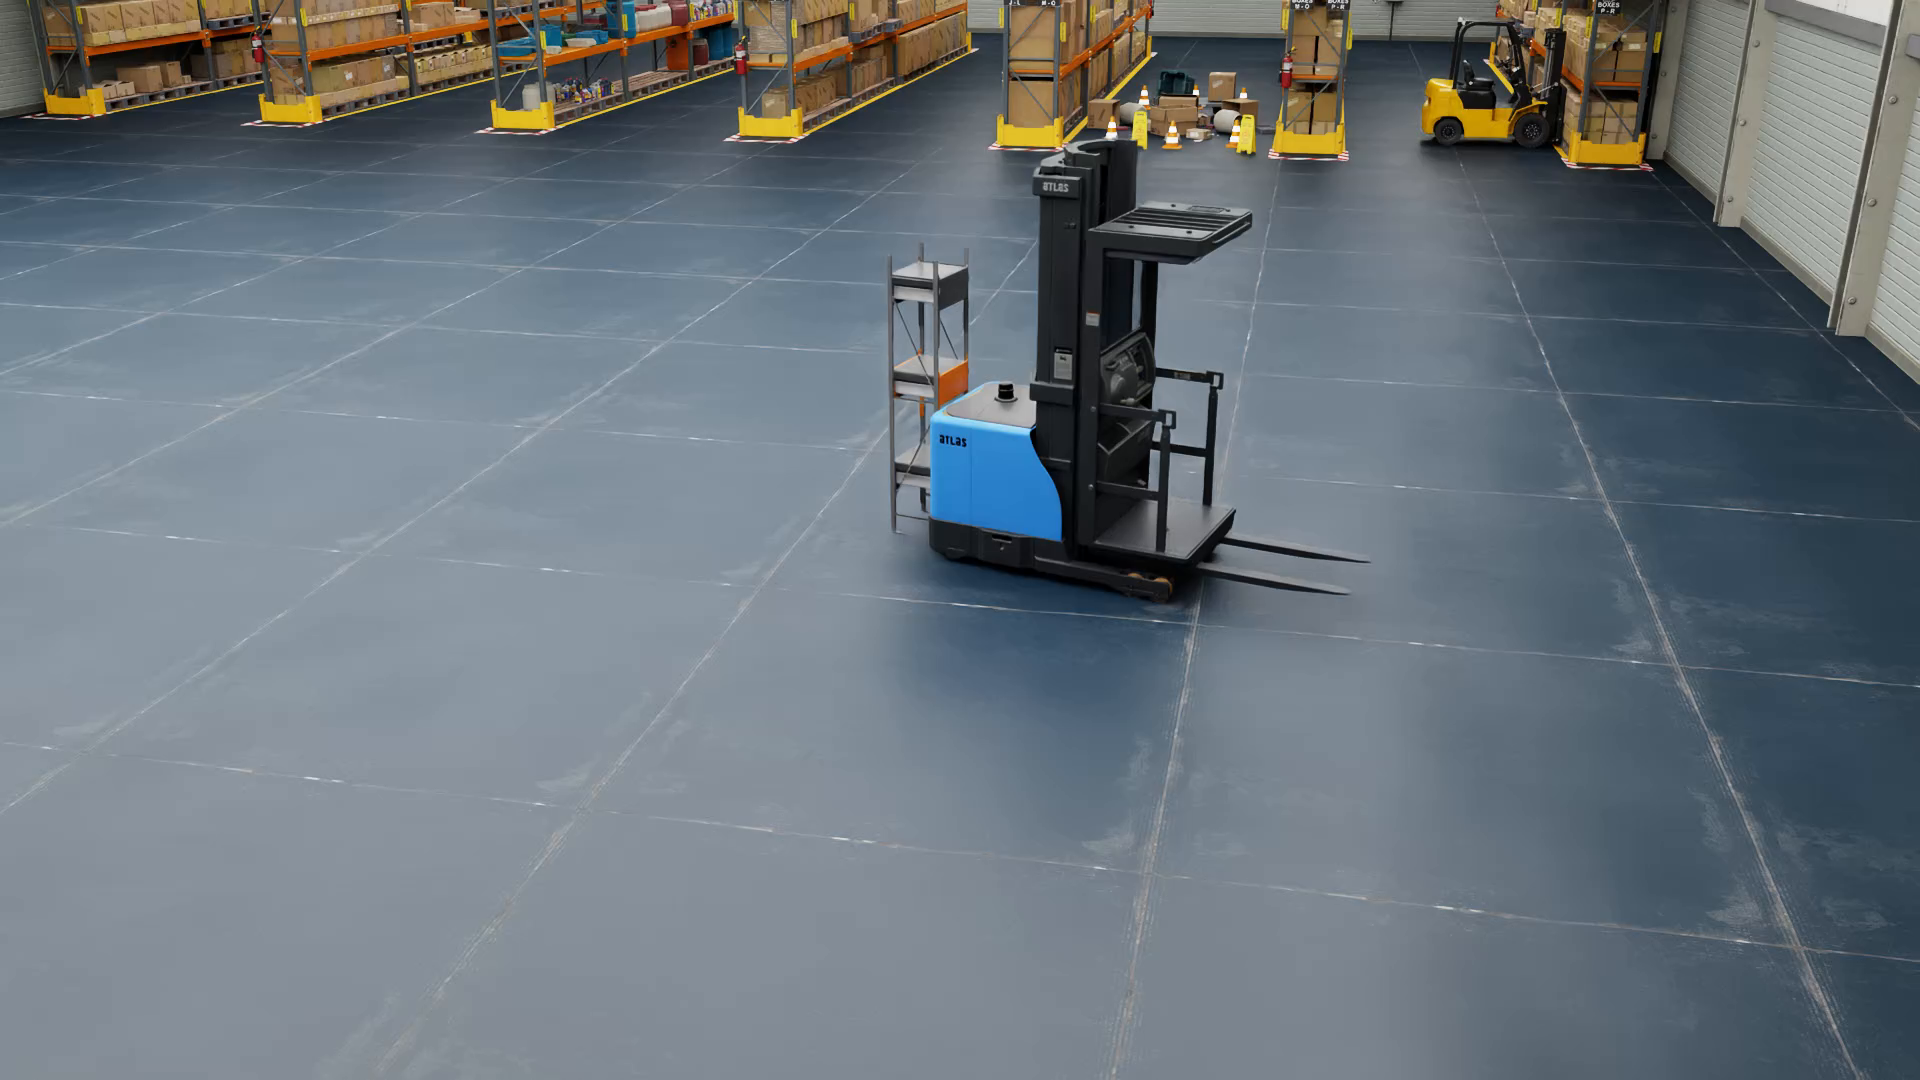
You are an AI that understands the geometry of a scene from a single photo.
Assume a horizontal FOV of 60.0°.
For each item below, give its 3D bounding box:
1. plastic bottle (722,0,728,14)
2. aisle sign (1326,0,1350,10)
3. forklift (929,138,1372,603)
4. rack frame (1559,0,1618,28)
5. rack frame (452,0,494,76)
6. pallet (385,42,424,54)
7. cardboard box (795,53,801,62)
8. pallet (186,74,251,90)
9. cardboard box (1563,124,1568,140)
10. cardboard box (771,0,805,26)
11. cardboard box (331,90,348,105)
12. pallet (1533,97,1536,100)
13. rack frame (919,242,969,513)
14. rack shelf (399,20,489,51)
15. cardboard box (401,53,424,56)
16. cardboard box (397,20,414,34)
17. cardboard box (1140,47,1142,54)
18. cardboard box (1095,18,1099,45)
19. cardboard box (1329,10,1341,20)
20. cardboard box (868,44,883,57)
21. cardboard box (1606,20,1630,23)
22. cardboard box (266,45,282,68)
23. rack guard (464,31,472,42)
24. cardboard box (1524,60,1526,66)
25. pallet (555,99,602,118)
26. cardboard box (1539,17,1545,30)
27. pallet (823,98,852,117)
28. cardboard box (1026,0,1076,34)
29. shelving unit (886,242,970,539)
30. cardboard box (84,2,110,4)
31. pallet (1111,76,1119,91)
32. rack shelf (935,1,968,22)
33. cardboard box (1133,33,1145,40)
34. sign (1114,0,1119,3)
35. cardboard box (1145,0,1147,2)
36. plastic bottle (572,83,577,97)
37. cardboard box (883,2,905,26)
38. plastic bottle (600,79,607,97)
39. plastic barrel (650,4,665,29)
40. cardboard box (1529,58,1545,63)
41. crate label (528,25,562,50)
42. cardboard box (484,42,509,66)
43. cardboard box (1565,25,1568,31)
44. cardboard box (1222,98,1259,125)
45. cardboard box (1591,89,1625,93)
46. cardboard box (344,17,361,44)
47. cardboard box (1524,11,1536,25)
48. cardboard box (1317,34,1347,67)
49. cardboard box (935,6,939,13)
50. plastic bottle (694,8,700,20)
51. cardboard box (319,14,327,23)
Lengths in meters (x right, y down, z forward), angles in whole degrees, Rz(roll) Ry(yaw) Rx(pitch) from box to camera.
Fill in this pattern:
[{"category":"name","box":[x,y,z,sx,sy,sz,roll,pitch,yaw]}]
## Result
[{"category":"plastic bottle","box":[-5.868,-13.294,41.412,0.144,0.351,0.185,4,22,11]},{"category":"aisle sign","box":[6.429,-9.383,28.156,0.394,0.787,0.004,4,22,11]},{"category":"forklift","box":[1.329,-1.160,11.311,3.031,2.935,1.130,10,24,24]},{"category":"rack frame","box":[11.814,-9.309,31.453,1.000,3.000,0.127,4,22,11]},{"category":"rack frame","box":[-11.628,-12.661,39.776,1.000,3.000,0.127,4,22,11]},{"category":"pallet","box":[-15.430,-13.479,45.539,1.003,0.211,1.213,4,22,11]},{"category":"cardboard box","box":[-3.202,-9.038,31.117,0.380,0.149,0.250,4,22,11]},{"category":"pallet","box":[-17.137,-10.566,38.306,1.003,0.211,1.213,4,22,11]},{"category":"cardboard box","box":[10.896,-7.143,29.192,0.500,0.250,0.500,4,22,11]},{"category":"cardboard box","box":[-3.184,-9.807,30.820,0.500,0.500,0.500,4,22,11]},{"category":"cardboard box","box":[-12.835,-9.017,33.846,0.500,0.250,0.500,4,22,11]},{"category":"pallet","box":[12.424,-9.181,34.866,1.003,0.211,1.213,4,22,11]},{"category":"rack frame","box":[-0.119,-1.165,12.436,0.400,2.100,0.015,10,24,24]},{"category":"rack shelf","box":[-12.036,-11.596,38.094,1.077,0.370,4.000,4,22,11]},{"category":"cardboard box","box":[-12.438,-10.921,37.822,0.500,0.311,0.500,4,22,11]},{"category":"cardboard box","box":[-12.387,-11.312,36.627,0.500,0.250,0.500,6,23,14]},{"category":"cardboard box","box":[4.513,-12.698,43.122,0.380,0.149,0.250,3,22,9]},{"category":"cardboard box","box":[2.561,-10.430,34.101,0.500,0.500,0.500,5,22,11]},{"category":"cardboard box","box":[7.331,-10.215,32.608,0.500,0.500,0.500,5,22,12]},{"category":"cardboard box","box":[-2.038,-11.050,37.528,0.500,0.250,0.500,5,23,13]},{"category":"cardboard box","box":[11.850,-9.279,29.977,0.380,0.149,0.250,4,22,10]},{"category":"cardboard box","box":[-16.793,-11.635,39.986,0.700,0.500,0.500,4,22,11]},{"category":"rack guard","box":[-14.841,-14.813,48.464,1.175,0.500,0.348,4,22,11]},{"category":"cardboard box","box":[12.723,-10.352,36.827,0.500,0.500,0.500,5,23,13]},{"category":"pallet","box":[-8.020,-8.836,34.010,1.003,0.211,1.213,4,22,11]},{"category":"cardboard box","box":[12.198,-10.608,34.209,0.500,0.250,0.500,5,23,13]},{"category":"pallet","box":[-2.850,-8.900,34.170,1.003,0.211,1.213,4,22,11]},{"category":"cardboard box","box":[1.654,-9.670,30.702,0.875,0.550,0.550,4,22,11]},{"category":"shelving unit","box":[-0.226,-1.083,12.232,0.431,2.100,0.503,10,24,24]},{"category":"cardboard box","box":[-18.009,-10.961,34.724,0.500,0.500,0.500,4,22,9]},{"category":"pallet","box":[3.065,-10.482,38.097,1.003,0.211,1.213,4,22,11]},{"category":"rack shelf","box":[-0.707,-13.765,43.480,1.077,0.370,4.000,4,22,11]},{"category":"cardboard box","box":[4.641,-13.159,43.469,0.380,0.149,0.250,4,22,10]},{"category":"sign","box":[3.448,-11.986,36.549,0.100,0.325,0.005,4,22,11]},{"category":"cardboard box","box":[4.587,-14.228,43.134,0.500,0.500,0.500,4,22,10]},{"category":"plastic bottle","box":[-8.078,-9.432,34.821,0.097,0.271,0.097,0,22,0]},{"category":"cardboard box","box":[-1.565,-12.108,38.269,0.500,0.500,0.500,5,22,12]},{"category":"plastic bottle","box":[-7.484,-9.467,34.802,0.144,0.351,0.185,3,22,8]},{"category":"plastic barrel","box":[-6.866,-11.788,37.457,0.421,0.512,0.421,0,22,0]},{"category":"cardboard box","box":[12.483,-10.308,35.849,0.380,0.149,0.250,3,22,8]},{"category":"crate label","box":[-8.301,-10.067,33.286,0.502,0.435,0.616,4,22,11]},{"category":"cardboard box","box":[-11.255,-11.850,40.520,0.500,0.500,0.500,5,23,13]},{"category":"cardboard box","box":[11.440,-9.465,30.838,0.380,0.149,0.250,5,22,12]},{"category":"cardboard box","box":[5.404,-8.240,32.140,0.500,0.500,0.500,-16,27,-35]},{"category":"cardboard box","box":[11.604,-7.943,29.841,0.500,0.250,0.500,4,22,10]},{"category":"cardboard box","box":[-12.839,-10.518,34.320,0.700,0.500,0.500,5,23,13]},{"category":"cardboard box","box":[12.529,-11.308,36.054,0.500,0.250,0.500,3,22,8]},{"category":"cardboard box","box":[6.506,-8.560,29.060,0.500,0.500,0.500,4,22,10]},{"category":"cardboard box","box":[-0.729,-13.334,41.782,0.380,0.149,0.250,5,22,11]},{"category":"plastic bottle","box":[-6.281,-12.528,39.610,0.152,0.276,0.135,4,22,11]},{"category":"cardboard box","box":[-12.866,-10.398,33.153,0.380,0.149,0.250,5,22,11]}]
